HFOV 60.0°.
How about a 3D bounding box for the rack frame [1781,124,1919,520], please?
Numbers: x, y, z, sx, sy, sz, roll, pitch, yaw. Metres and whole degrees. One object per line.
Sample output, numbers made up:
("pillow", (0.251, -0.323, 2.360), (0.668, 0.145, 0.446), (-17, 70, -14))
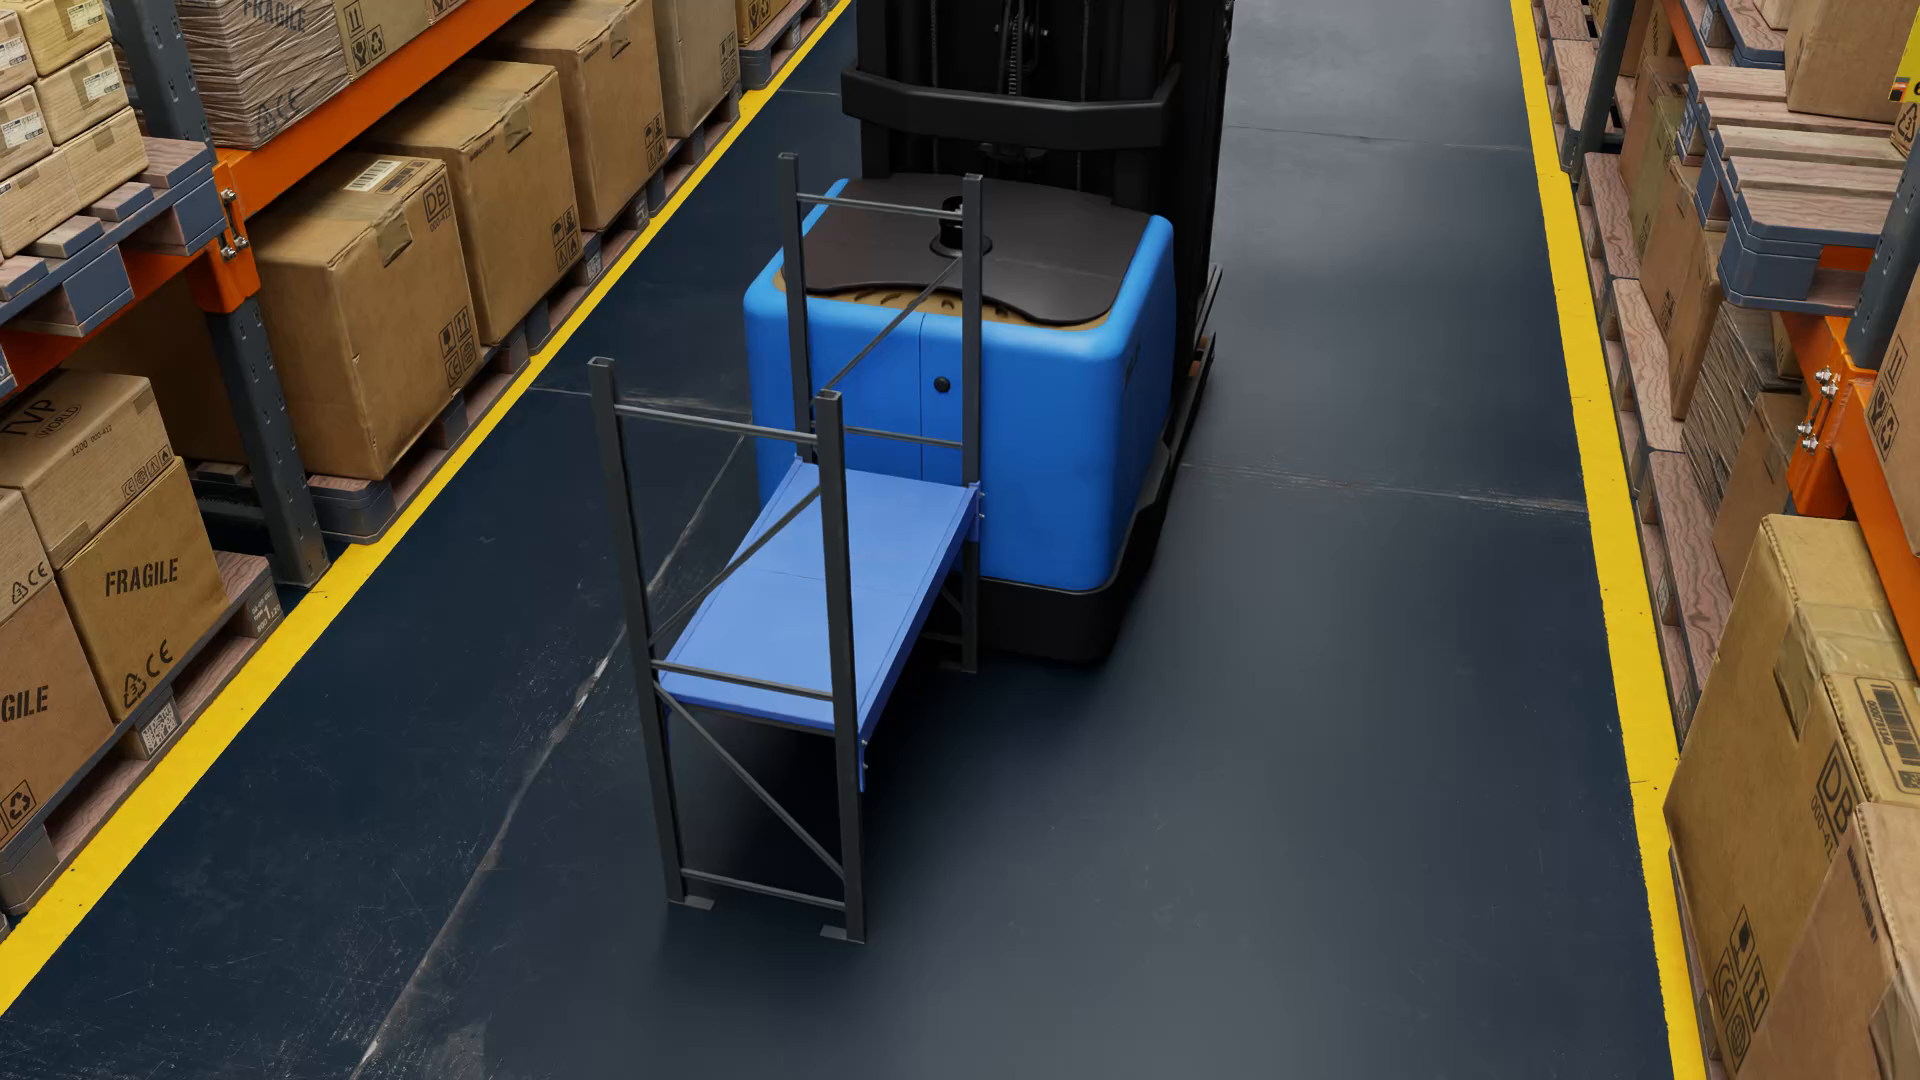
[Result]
("rack frame", (2.383, -0.479, 3.355), (1.000, 3.000, 0.127), (7, 37, 10))

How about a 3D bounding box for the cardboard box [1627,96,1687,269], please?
("cardboard box", (2.965, -1.318, 6.267), (0.700, 0.500, 0.500), (7, 37, 10))

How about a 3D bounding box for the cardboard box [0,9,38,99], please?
("cardboard box", (-2.154, -0.986, 3.403), (0.380, 0.149, 0.250), (7, 36, 9))

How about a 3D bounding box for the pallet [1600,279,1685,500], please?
("pallet", (2.814, -0.495, 5.753), (1.003, 0.211, 1.213), (7, 37, 10))

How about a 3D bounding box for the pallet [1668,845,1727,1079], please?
("pallet", (2.141, 1.093, 3.563), (1.003, 0.211, 1.213), (7, 37, 10))

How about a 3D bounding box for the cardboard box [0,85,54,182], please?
("cardboard box", (-2.157, -0.854, 3.475), (0.380, 0.149, 0.250), (9, 37, 12))

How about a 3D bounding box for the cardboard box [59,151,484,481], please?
("cardboard box", (-2.223, -0.756, 5.296), (1.050, 0.750, 0.750), (7, 36, 9))

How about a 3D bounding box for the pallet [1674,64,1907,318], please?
("pallet", (2.431, -0.823, 3.993), (1.213, 0.211, 1.003), (7, 37, 10))

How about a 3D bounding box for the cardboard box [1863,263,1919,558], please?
("cardboard box", (2.013, -0.275, 2.988), (0.500, 0.500, 0.500), (8, 37, 11))

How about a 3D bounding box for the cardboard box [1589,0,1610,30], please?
("cardboard box", (3.532, -2.850, 8.398), (0.500, 0.500, 0.500), (4, 36, 6))

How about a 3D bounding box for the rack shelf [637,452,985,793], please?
("rack shelf", (-0.327, 0.162, 4.055), (0.538, 0.185, 1.000), (9, 37, 13))

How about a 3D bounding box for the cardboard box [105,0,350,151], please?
("cardboard box", (-2.082, -1.423, 4.572), (0.500, 0.500, 0.500), (8, 37, 10))

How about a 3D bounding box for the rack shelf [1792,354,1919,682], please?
("rack shelf", (1.955, 0.959, 1.984), (1.077, 0.370, 4.000), (7, 37, 10))

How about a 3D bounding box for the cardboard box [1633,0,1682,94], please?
("cardboard box", (3.362, -2.154, 7.439), (0.500, 0.500, 0.500), (6, 36, 9))

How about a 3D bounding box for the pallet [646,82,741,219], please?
("pallet", (-1.678, -1.871, 7.652), (1.003, 0.211, 1.213), (7, 37, 10))

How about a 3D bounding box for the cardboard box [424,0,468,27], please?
("cardboard box", (-1.868, -2.004, 5.373), (0.500, 0.500, 0.500), (7, 37, 10))

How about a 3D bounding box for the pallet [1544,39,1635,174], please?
("pallet", (3.346, -2.033, 7.875), (1.003, 0.211, 1.213), (7, 37, 10))

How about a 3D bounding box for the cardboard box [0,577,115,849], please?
("cardboard box", (-2.441, 0.391, 3.927), (0.500, 0.500, 0.500), (9, 37, 12))

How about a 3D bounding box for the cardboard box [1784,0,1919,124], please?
("cardboard box", (2.480, -1.337, 4.095), (0.700, 0.500, 0.500), (13, 38, 17))

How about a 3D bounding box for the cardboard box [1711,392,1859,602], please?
("cardboard box", (2.506, -0.032, 4.493), (0.700, 0.500, 0.500), (5, 36, 8))

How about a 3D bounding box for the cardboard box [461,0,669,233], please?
("cardboard box", (-1.841, -1.791, 6.725), (1.050, 0.750, 0.750), (7, 37, 10))

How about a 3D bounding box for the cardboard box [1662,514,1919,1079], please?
("cardboard box", (2.215, 0.604, 3.313), (1.225, 0.875, 0.875), (6, 36, 8))

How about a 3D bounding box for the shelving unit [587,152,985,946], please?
("shelving unit", (-0.327, 0.016, 3.950), (0.538, 1.500, 1.048), (9, 37, 13))

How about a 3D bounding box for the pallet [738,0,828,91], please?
("pallet", (-1.348, -2.749, 8.863), (1.003, 0.211, 1.213), (7, 37, 10))

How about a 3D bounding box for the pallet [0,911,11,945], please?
("pallet", (-2.872, 1.116, 3.531), (1.003, 0.211, 1.213), (7, 37, 10))

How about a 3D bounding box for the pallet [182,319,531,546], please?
("pallet", (-2.199, -0.472, 5.722), (1.003, 0.211, 1.213), (7, 37, 10))

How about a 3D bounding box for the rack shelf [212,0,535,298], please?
("rack shelf", (-2.014, -2.014, 6.086), (1.077, 0.370, 4.000), (7, 37, 10))

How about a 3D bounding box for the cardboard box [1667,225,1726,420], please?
("cardboard box", (2.727, -0.677, 5.383), (0.700, 0.500, 0.500), (10, 37, 14))

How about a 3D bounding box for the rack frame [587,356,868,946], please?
("rack frame", (-0.463, 0.304, 3.553), (0.500, 1.500, 0.032), (9, 37, 13))

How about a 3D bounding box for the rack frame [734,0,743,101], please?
("rack frame", (-1.587, -3.452, 7.457), (1.000, 3.000, 0.127), (7, 37, 10))

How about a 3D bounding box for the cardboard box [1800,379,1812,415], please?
("cardboard box", (2.496, -0.337, 4.274), (0.500, 0.250, 0.500), (9, 37, 12))

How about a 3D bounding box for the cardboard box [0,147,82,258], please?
("cardboard box", (-2.152, -0.744, 3.577), (0.380, 0.149, 0.250), (7, 37, 10))

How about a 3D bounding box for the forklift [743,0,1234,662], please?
("forklift", (0.302, -1.711, 5.114), (1.130, 2.935, 3.031), (9, 37, 13))

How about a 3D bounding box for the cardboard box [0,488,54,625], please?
("cardboard box", (-2.428, 0.096, 3.695), (0.500, 0.250, 0.500), (8, 37, 11))
